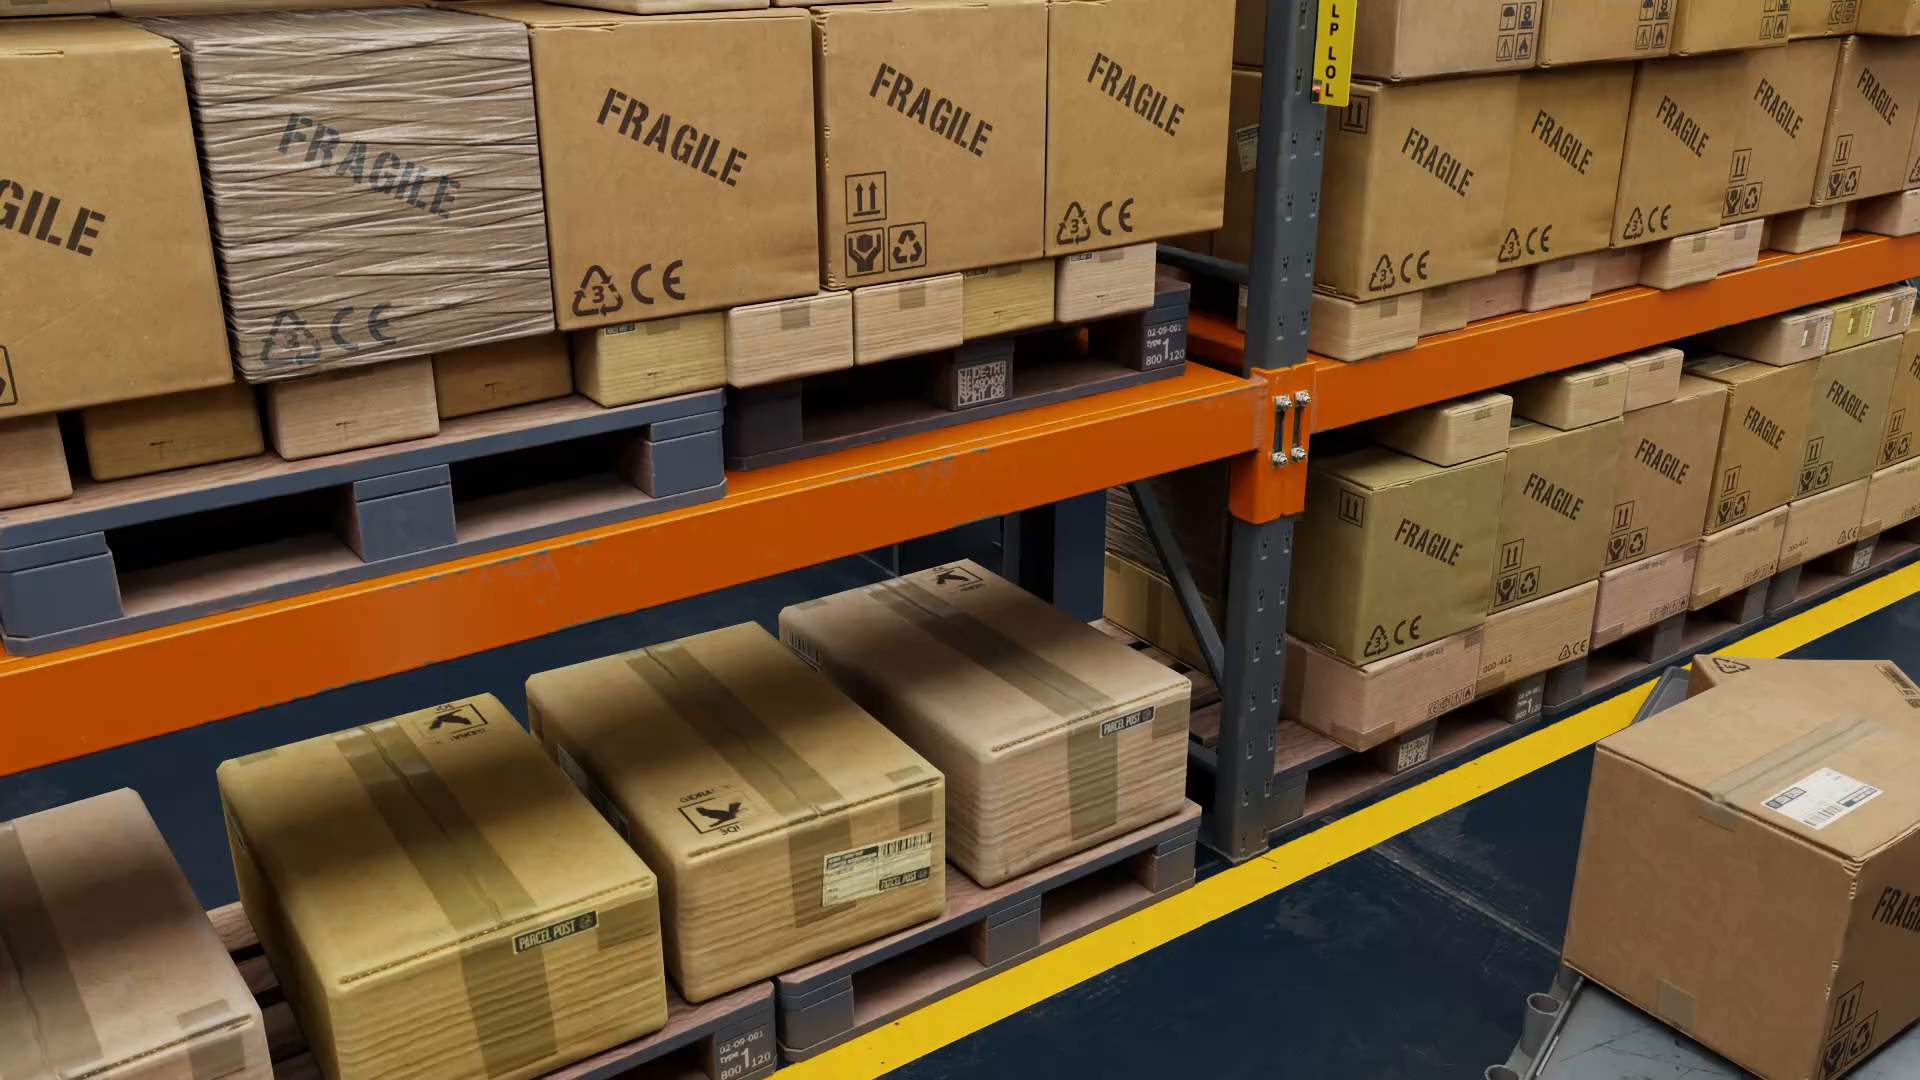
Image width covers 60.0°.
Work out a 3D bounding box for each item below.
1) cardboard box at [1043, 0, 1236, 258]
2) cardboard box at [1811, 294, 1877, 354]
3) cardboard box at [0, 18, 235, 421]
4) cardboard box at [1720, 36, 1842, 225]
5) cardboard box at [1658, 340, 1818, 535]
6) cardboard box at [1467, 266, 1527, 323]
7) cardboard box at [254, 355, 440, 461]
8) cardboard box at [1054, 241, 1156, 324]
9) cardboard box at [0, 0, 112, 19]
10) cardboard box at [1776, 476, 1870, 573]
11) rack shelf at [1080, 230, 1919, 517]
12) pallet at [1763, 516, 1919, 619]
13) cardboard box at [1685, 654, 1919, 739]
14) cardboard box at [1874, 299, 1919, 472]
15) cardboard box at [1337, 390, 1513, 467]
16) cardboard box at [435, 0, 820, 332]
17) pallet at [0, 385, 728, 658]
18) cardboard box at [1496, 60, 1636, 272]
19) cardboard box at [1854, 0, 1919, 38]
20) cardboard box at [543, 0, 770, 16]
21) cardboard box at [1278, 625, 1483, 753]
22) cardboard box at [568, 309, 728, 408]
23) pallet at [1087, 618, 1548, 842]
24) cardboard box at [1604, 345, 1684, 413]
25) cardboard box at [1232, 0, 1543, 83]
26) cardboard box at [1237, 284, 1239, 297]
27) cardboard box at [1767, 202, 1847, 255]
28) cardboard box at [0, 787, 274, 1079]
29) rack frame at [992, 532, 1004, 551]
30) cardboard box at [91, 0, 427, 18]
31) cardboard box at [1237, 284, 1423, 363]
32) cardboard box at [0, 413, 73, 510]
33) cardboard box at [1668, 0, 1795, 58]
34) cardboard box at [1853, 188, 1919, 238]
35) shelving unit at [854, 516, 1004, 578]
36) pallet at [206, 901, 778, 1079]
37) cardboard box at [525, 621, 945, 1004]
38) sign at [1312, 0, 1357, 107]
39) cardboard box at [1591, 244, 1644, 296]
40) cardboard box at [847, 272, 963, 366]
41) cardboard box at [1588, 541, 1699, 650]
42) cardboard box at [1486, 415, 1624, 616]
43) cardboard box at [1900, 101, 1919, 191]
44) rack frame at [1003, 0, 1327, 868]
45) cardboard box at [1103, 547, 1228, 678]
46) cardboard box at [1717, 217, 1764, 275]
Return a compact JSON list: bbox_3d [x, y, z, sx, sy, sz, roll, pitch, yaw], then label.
[{"bbox_3d":[0.224,-0.924,3.561,0.500,0.500,0.500,-15,26,-34],"label":"cardboard box"},{"bbox_3d":[2.749,-0.741,5.463,0.250,0.149,0.380,-14,26,-32],"label":"cardboard box"},{"bbox_3d":[-1.435,-0.486,2.465,0.500,0.500,0.500,-14,26,-32],"label":"cardboard box"},{"bbox_3d":[2.193,-1.245,4.932,0.500,0.500,0.500,-15,26,-32],"label":"cardboard box"},{"bbox_3d":[2.379,-0.372,5.413,0.500,0.500,0.500,-16,27,-34],"label":"cardboard box"},{"bbox_3d":[1.281,-0.705,4.455,0.250,0.149,0.380,-15,26,-33],"label":"cardboard box"},{"bbox_3d":[-1.069,-0.275,2.811,0.250,0.149,0.380,-14,26,-31],"label":"cardboard box"},{"bbox_3d":[0.209,-0.597,3.617,0.250,0.149,0.380,-14,26,-32],"label":"cardboard box"},{"bbox_3d":[-1.619,-0.967,2.794,0.250,0.149,0.380,-16,27,-35],"label":"cardboard box"},{"bbox_3d":[2.788,-0.131,5.821,0.500,0.250,0.500,-15,26,-33],"label":"cardboard box"},{"bbox_3d":[2.089,-0.812,5.354,4.000,0.370,1.077,-15,26,-33],"label":"rack shelf"},{"bbox_3d":[2.970,-0.102,6.367,1.213,0.211,1.003,-15,26,-33],"label":"pallet"},{"bbox_3d":[2.130,0.624,4.154,0.500,0.500,0.500,2,22,4],"label":"cardboard box"},{"bbox_3d":[3.214,-0.593,5.967,0.500,0.500,0.500,-15,26,-33],"label":"cardboard box"},{"bbox_3d":[1.238,-0.336,4.447,0.250,0.149,0.380,-14,26,-32],"label":"cardboard box"},{"bbox_3d":[-0.600,-0.706,3.015,0.500,0.500,0.500,-14,26,-31],"label":"cardboard box"},{"bbox_3d":[-1.199,-0.199,3.106,1.213,0.211,1.003,-15,26,-33],"label":"pallet"},{"bbox_3d":[1.379,-1.025,4.380,0.500,0.500,0.500,-15,26,-33],"label":"cardboard box"},{"bbox_3d":[2.656,-1.803,4.982,0.500,0.500,0.700,-15,26,-33],"label":"cardboard box"},{"bbox_3d":[-0.538,-1.006,2.893,0.250,0.149,0.380,-16,27,-35],"label":"cardboard box"},{"bbox_3d":[1.102,0.323,4.684,0.500,0.250,0.500,-16,27,-35],"label":"cardboard box"},{"bbox_3d":[-0.628,-0.380,3.075,0.250,0.149,0.380,-15,26,-33],"label":"cardboard box"},{"bbox_3d":[0.990,0.426,5.044,1.213,0.211,1.003,-15,26,-33],"label":"pallet"},{"bbox_3d":[1.871,-0.507,4.876,0.250,0.149,0.380,-13,25,-30],"label":"cardboard box"},{"bbox_3d":[0.949,-1.392,3.952,0.500,0.500,0.700,-15,26,-33],"label":"cardboard box"},{"bbox_3d":[0.746,-0.814,4.727,0.250,0.149,0.380,-14,26,-32],"label":"cardboard box"},{"bbox_3d":[2.536,-1.019,5.241,0.250,0.149,0.380,-15,26,-33],"label":"cardboard box"},{"bbox_3d":[-1.723,0.897,3.081,0.625,0.372,0.950,-16,27,-34],"label":"cardboard box"},{"bbox_3d":[0.064,-0.992,6.050,0.015,2.100,0.400,-15,26,-33],"label":"rack frame"},{"bbox_3d":[-1.309,-0.751,3.129,0.500,0.500,0.500,-16,27,-35],"label":"cardboard box"},{"bbox_3d":[0.908,-0.568,4.111,0.250,0.149,0.380,-15,26,-33],"label":"cardboard box"},{"bbox_3d":[-1.526,-0.165,2.536,0.250,0.149,0.380,-13,25,-30],"label":"cardboard box"},{"bbox_3d":[1.800,-1.596,4.465,0.500,0.500,0.700,-16,27,-34],"label":"cardboard box"},{"bbox_3d":[2.981,-1.115,5.481,0.250,0.149,0.380,-14,26,-32],"label":"cardboard box"},{"bbox_3d":[-0.134,-0.939,5.917,0.503,2.100,0.431,-15,26,-33],"label":"shelving unit"},{"bbox_3d":[-1.157,1.017,3.564,1.213,0.211,1.003,-15,26,-33],"label":"pallet"},{"bbox_3d":[-0.541,0.583,3.866,0.625,0.372,0.950,-13,25,-30],"label":"cardboard box"},{"bbox_3d":[0.792,-1.085,3.505,0.005,0.325,0.100,-15,26,-33],"label":"sign"},{"bbox_3d":[1.700,-0.815,4.731,0.250,0.149,0.380,-15,26,-33],"label":"cardboard box"},{"bbox_3d":[-0.204,-0.479,3.321,0.250,0.149,0.380,-15,26,-34],"label":"cardboard box"},{"bbox_3d":[1.958,0.088,5.272,0.500,0.250,0.500,-15,26,-34],"label":"cardboard box"},{"bbox_3d":[1.529,-0.145,4.844,0.500,0.500,0.500,-14,26,-31],"label":"cardboard box"},{"bbox_3d":[3.023,-1.456,5.462,0.500,0.500,0.500,-15,26,-33],"label":"cardboard box"},{"bbox_3d":[0.465,-0.713,4.136,0.127,3.000,1.000,-15,26,-33],"label":"rack frame"},{"bbox_3d":[0.788,0.160,5.091,0.500,0.250,0.500,-14,25,-30],"label":"cardboard box"},{"bbox_3d":[2.140,-0.905,4.956,0.250,0.149,0.380,-15,26,-33],"label":"cardboard box"}]
